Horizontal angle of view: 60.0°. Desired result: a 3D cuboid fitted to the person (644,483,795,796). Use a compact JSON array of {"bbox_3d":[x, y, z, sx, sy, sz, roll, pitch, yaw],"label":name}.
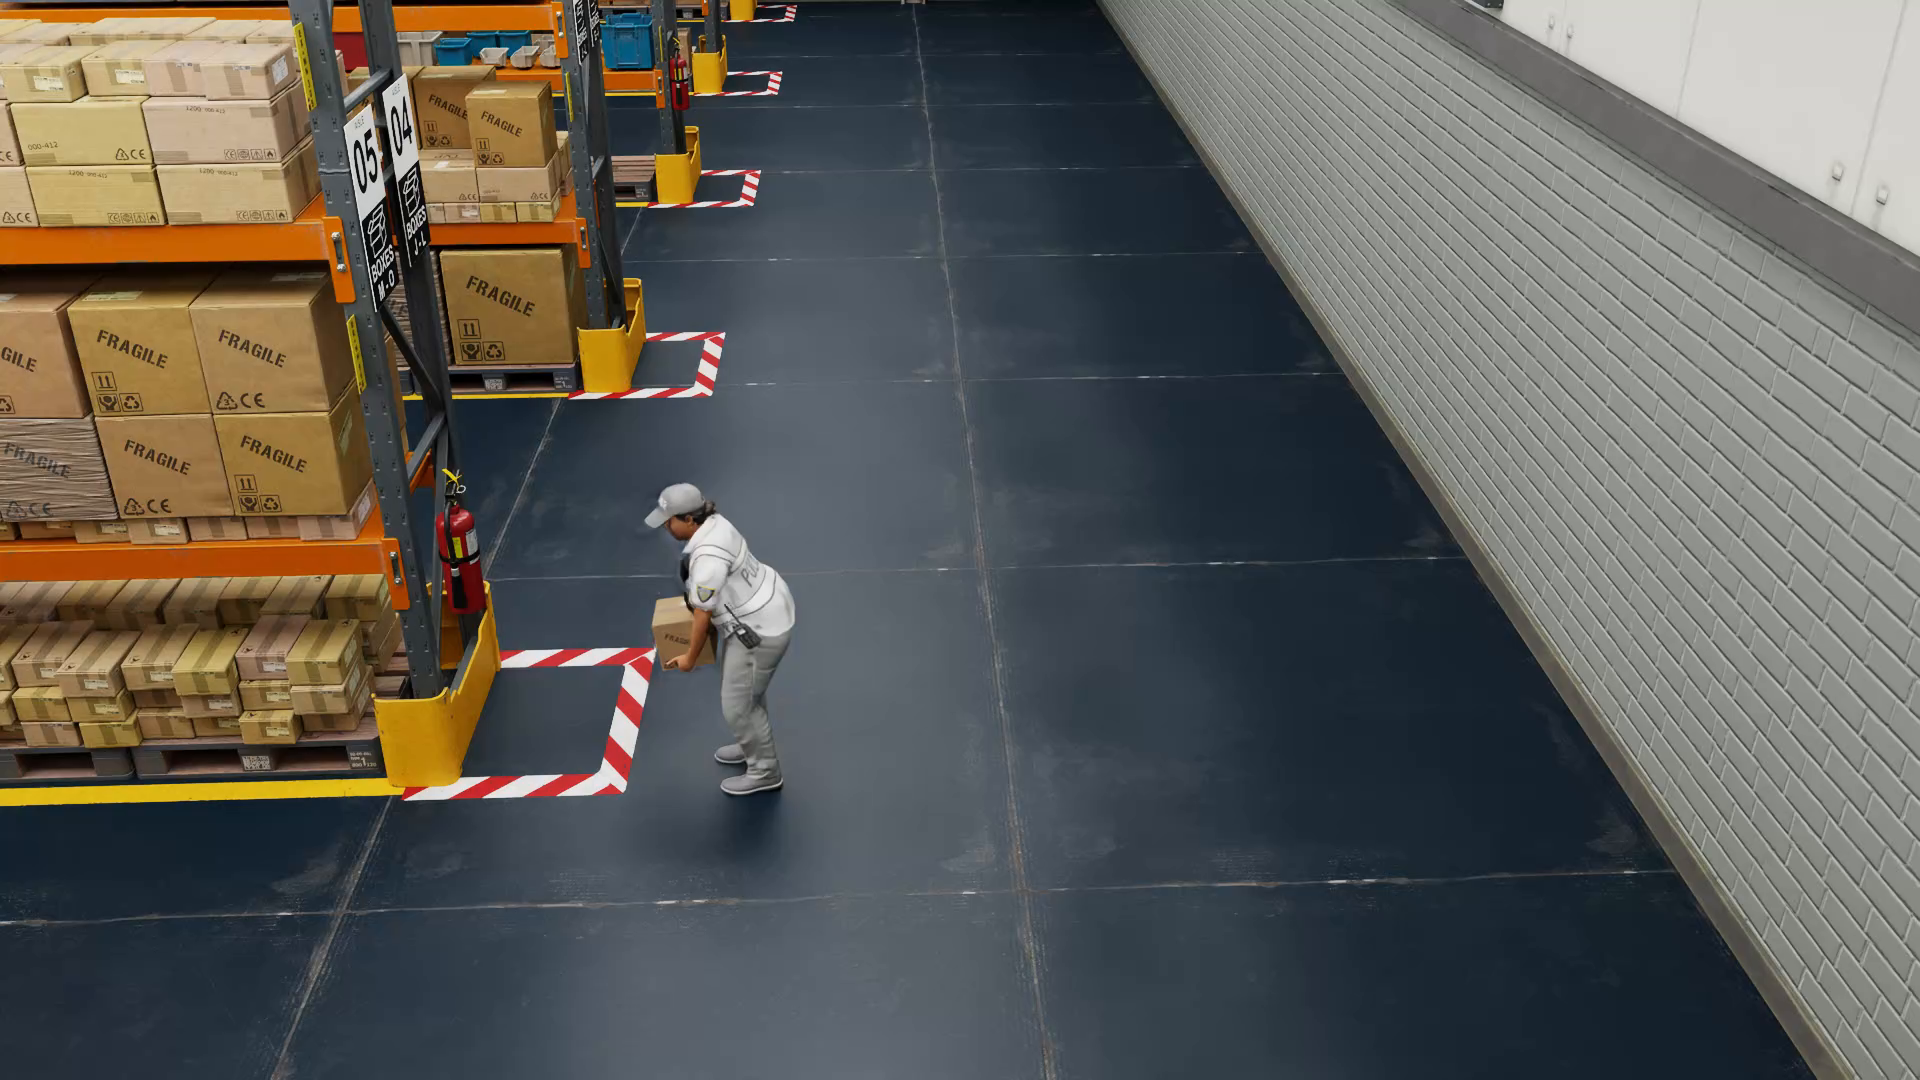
[{"bbox_3d":[-1.100,0.450,7.849,0.654,1.594,0.452,-2,28,-4],"label":"person"}]
